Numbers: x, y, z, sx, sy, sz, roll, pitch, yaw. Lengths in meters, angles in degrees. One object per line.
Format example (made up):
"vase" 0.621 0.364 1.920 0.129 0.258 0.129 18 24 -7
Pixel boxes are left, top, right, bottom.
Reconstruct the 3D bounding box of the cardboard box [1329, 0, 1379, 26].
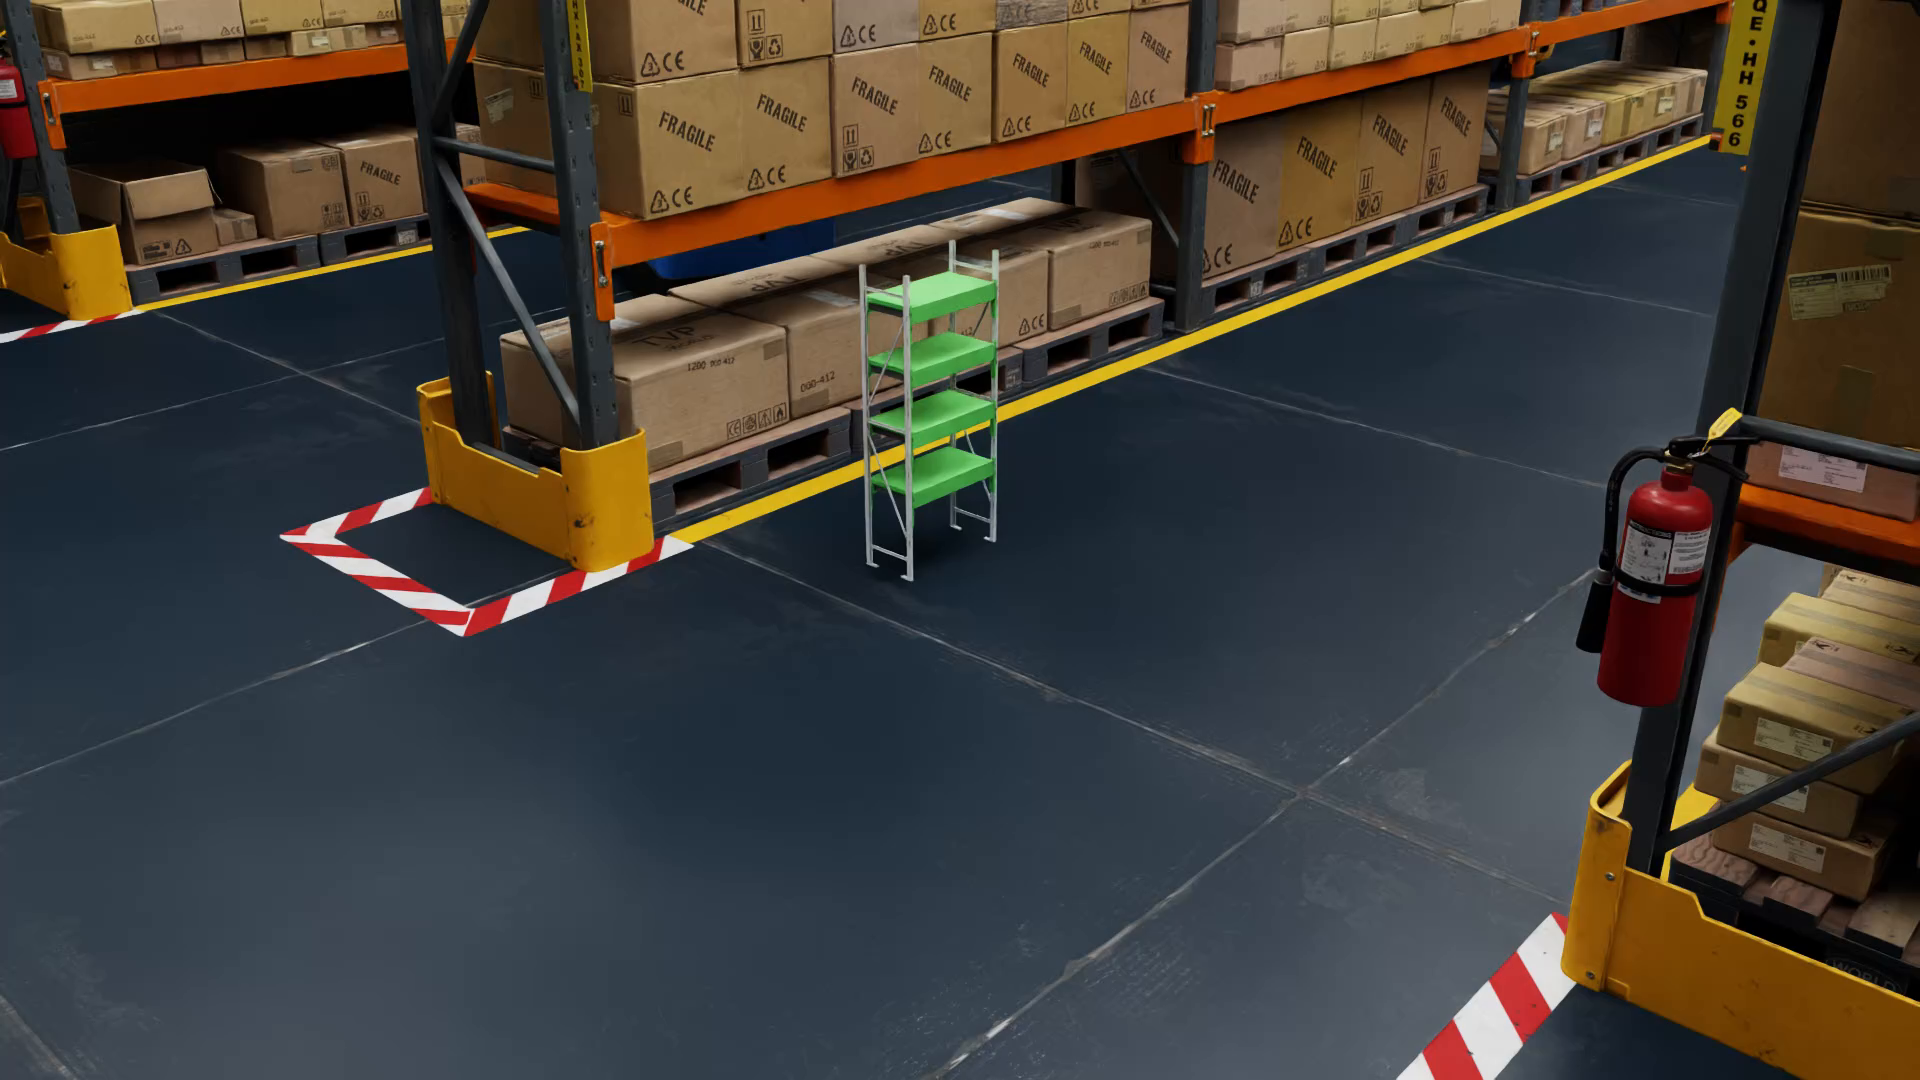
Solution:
"cardboard box" 2.124 -3.199 9.790 0.500 0.250 0.500 21 31 38

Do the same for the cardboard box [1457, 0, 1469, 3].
"cardboard box" 3.133 -3.673 10.848 0.500 0.250 0.500 19 30 36

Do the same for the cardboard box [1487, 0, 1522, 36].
"cardboard box" 3.462 -3.594 11.283 0.500 0.250 0.500 19 30 36

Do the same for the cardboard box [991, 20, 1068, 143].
"cardboard box" 0.154 -2.188 7.841 0.500 0.500 0.500 20 31 37

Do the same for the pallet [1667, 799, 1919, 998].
"pallet" 2.640 0.882 4.525 1.003 0.211 1.213 20 31 38

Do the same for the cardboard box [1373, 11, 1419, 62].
"cardboard box" 2.466 -3.122 10.230 0.500 0.250 0.500 20 31 37

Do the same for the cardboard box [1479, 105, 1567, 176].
"cardboard box" 3.991 -3.050 12.584 0.950 0.372 0.625 18 30 34

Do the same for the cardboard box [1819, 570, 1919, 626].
"cardboard box" 2.694 0.242 4.788 0.380 0.149 0.250 19 30 36

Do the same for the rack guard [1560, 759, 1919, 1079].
"rack guard" 2.072 0.988 3.935 1.175 0.500 0.348 20 31 38

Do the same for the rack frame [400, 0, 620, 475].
"rack frame" -1.733 -1.450 6.318 1.000 3.000 0.127 20 31 38

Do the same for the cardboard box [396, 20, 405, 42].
"cardboard box" -3.700 -3.365 10.896 0.380 0.149 0.250 21 31 38

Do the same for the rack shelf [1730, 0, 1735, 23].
"rack shelf" 7.611 -5.387 15.978 1.077 0.370 4.000 20 31 38

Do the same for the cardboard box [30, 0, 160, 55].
"cardboard box" -4.928 -2.936 9.452 0.500 0.250 0.500 20 31 38

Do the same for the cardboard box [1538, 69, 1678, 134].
"cardboard box" 5.451 -3.718 14.075 0.625 0.372 0.950 -22 32 -40

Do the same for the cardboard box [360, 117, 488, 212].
"cardboard box" -3.660 -2.582 11.384 0.700 0.500 0.500 19 30 36

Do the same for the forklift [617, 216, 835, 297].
"forklift" -1.705 -3.142 10.176 1.130 2.935 3.031 -9 26 -19

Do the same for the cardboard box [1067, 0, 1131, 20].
"cardboard box" 0.483 -2.799 7.982 0.500 0.500 0.500 20 31 37

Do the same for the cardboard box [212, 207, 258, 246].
"cardboard box" -4.640 -1.974 10.459 0.380 0.149 0.250 19 30 36

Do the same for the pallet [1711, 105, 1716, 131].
"pallet" 6.698 -4.048 15.521 1.003 0.211 1.213 20 31 38

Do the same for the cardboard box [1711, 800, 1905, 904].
"cardboard box" 2.217 0.763 4.354 0.380 0.149 0.250 21 31 38

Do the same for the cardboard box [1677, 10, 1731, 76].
"cardboard box" 6.871 -4.491 15.032 0.500 0.500 0.500 22 32 40

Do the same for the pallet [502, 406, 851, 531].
"pallet" -1.257 -0.443 7.480 1.003 0.211 1.213 20 31 38

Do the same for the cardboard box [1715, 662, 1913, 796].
"cardboard box" 2.186 0.478 4.262 0.380 0.149 0.250 21 31 38

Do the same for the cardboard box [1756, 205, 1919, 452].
"cardboard box" 2.129 -0.518 3.753 0.500 0.500 0.500 21 32 39

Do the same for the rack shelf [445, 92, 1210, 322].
"rack shelf" -0.398 -1.731 7.824 1.077 0.370 4.000 20 31 38

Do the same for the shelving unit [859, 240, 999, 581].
"shelving unit" -0.110 -0.497 6.392 0.258 1.200 0.503 20 31 38

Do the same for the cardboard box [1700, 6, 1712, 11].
"cardboard box" 6.809 -4.794 15.708 0.500 0.500 0.500 21 31 38

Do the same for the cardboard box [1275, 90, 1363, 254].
"cardboard box" 1.888 -2.379 10.473 0.875 0.875 0.875 21 32 39

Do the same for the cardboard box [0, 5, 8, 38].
"cardboard box" -5.322 -3.084 9.782 0.500 0.250 0.500 21 32 39

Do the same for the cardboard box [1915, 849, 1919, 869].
"cardboard box" 2.562 0.755 4.008 0.380 0.149 0.250 22 32 40

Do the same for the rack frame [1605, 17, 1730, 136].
"rack frame" 6.276 -5.106 14.472 1.000 3.000 0.127 20 31 38

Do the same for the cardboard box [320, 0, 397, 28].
"cardboard box" -3.930 -3.407 10.502 0.500 0.250 0.500 19 30 36

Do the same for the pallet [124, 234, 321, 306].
"pallet" -4.849 -1.798 10.503 1.003 0.211 1.213 20 31 38

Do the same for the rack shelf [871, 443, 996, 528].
"rack shelf" -0.110 -0.220 6.516 0.258 0.148 0.480 20 31 38

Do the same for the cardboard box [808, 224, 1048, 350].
"cardboard box" -0.159 -1.256 8.504 0.875 0.438 0.875 19 30 36

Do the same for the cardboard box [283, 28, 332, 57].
"cardboard box" -4.111 -3.094 10.291 0.380 0.149 0.250 19 30 36

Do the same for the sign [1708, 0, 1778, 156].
"sign" 1.621 -0.960 3.422 0.100 0.325 0.005 20 31 38

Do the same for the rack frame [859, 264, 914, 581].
"rack frame" -0.273 -0.423 6.226 0.240 1.200 0.015 20 31 38

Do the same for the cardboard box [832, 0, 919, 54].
"cardboard box" -0.523 -2.339 6.956 0.500 0.500 0.500 20 31 37

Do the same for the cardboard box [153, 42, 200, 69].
"cardboard box" -4.723 -2.895 9.847 0.380 0.149 0.250 20 31 37

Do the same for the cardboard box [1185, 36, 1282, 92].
"cardboard box" 1.427 -2.662 9.205 0.500 0.250 0.500 19 31 36

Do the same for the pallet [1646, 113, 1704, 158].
"pallet" 5.758 -3.596 14.513 1.003 0.211 1.213 20 31 38

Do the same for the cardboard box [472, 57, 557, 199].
"cardboard box" -1.608 -1.715 6.787 0.500 0.500 0.500 20 31 38

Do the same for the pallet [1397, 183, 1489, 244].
"pallet" 3.024 -2.396 11.835 1.003 0.211 1.213 20 31 38

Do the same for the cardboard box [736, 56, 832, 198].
"cardboard box" -0.882 -1.725 6.810 0.500 0.500 0.500 20 31 37
